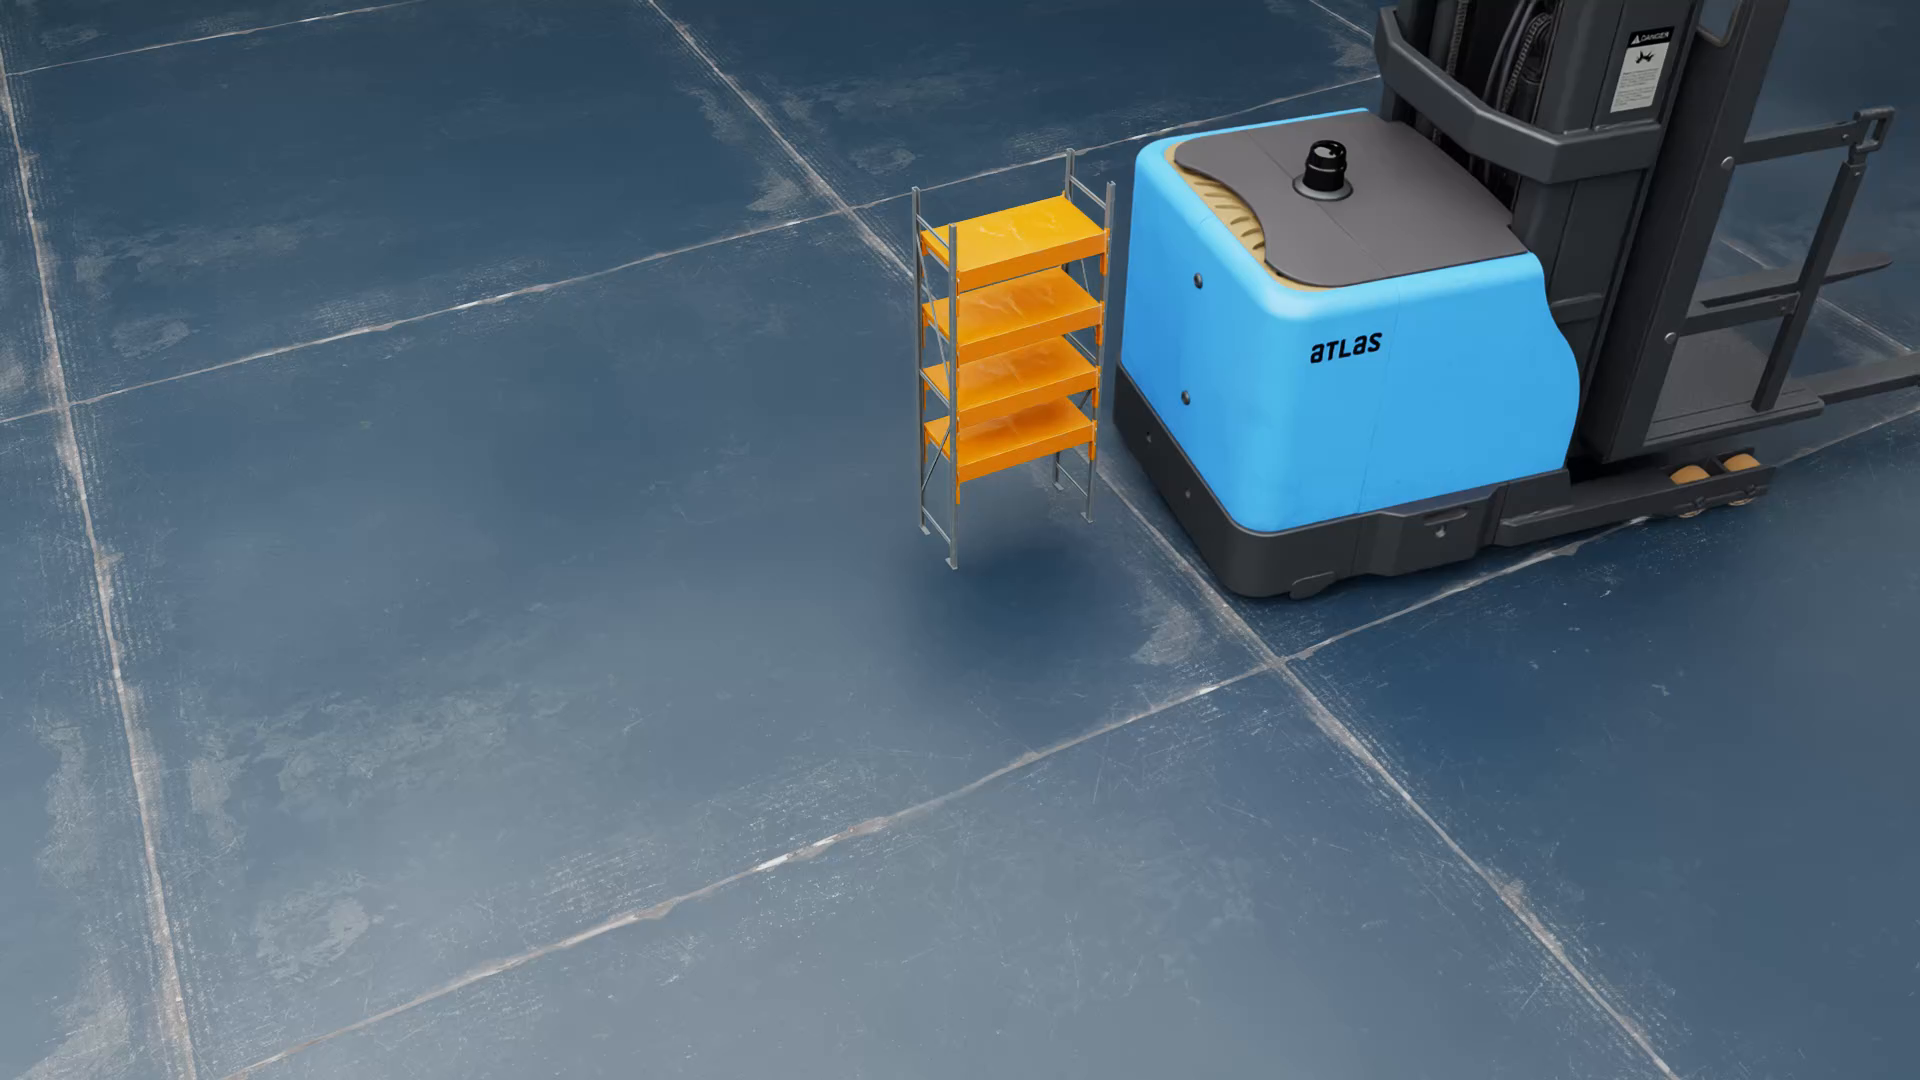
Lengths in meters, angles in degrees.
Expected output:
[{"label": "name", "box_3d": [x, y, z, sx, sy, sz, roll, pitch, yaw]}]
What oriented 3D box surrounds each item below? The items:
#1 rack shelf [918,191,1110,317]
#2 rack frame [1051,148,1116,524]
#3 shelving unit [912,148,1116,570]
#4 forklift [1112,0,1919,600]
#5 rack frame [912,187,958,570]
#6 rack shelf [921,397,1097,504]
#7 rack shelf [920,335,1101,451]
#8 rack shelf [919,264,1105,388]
[{"label": "rack shelf", "box_3d": [0.147, -0.807, 4.667, 0.480, 0.148, 0.258, -19, 44, -21]}, {"label": "rack frame", "box_3d": [0.363, -0.580, 5.007, 0.015, 1.200, 0.240, -19, 44, -21]}, {"label": "shelving unit", "box_3d": [0.147, -0.507, 4.921, 0.503, 1.200, 0.258, -19, 44, -21]}, {"label": "forklift", "box_3d": [2.090, -1.503, 4.757, 3.031, 2.935, 1.130, -12, 42, -14]}, {"label": "rack frame", "box_3d": [-0.070, -0.435, 4.835, 0.015, 1.200, 0.240, -19, 44, -21]}, {"label": "rack shelf", "box_3d": [0.147, -0.304, 5.092, 0.480, 0.148, 0.258, -19, 44, -21]}, {"label": "rack shelf", "box_3d": [0.147, -0.456, 4.964, 0.480, 0.148, 0.258, -19, 44, -21]}, {"label": "rack shelf", "box_3d": [0.147, -0.627, 4.820, 0.480, 0.148, 0.258, -19, 44, -21]}]
